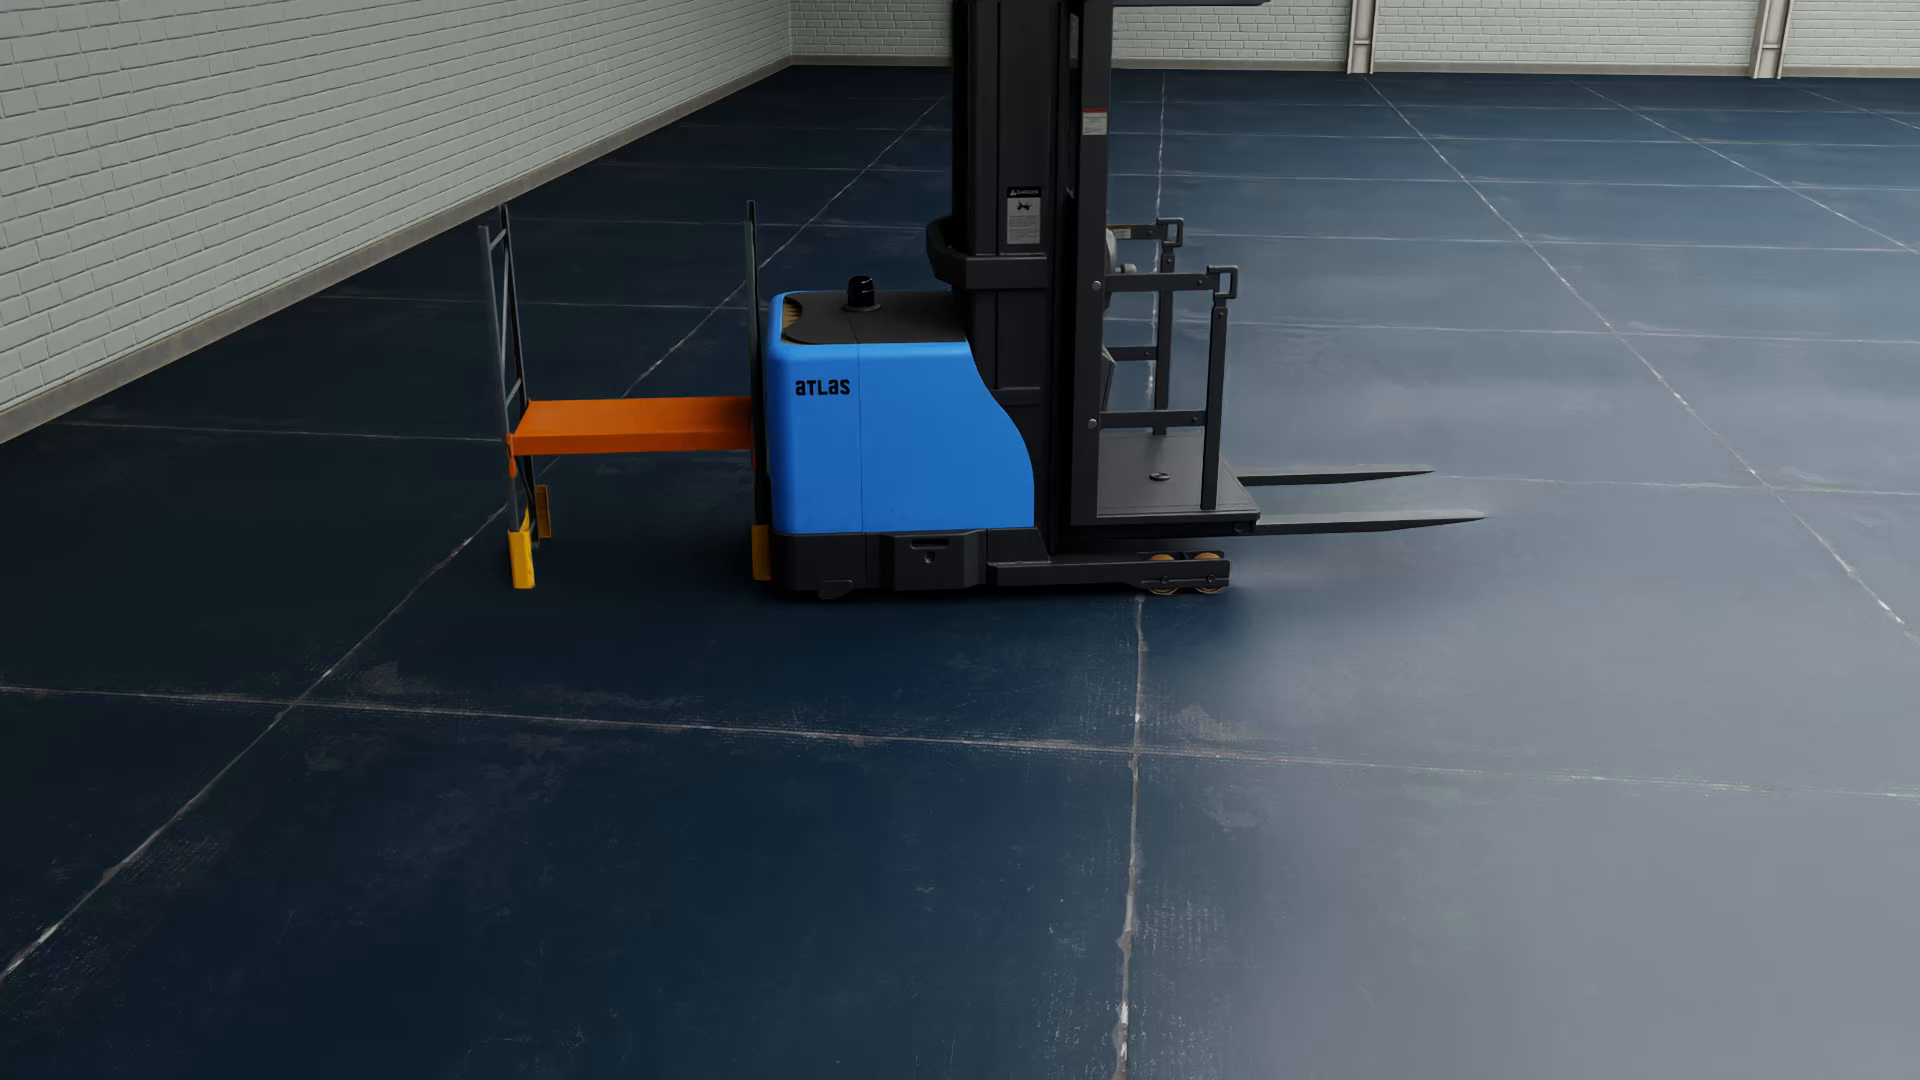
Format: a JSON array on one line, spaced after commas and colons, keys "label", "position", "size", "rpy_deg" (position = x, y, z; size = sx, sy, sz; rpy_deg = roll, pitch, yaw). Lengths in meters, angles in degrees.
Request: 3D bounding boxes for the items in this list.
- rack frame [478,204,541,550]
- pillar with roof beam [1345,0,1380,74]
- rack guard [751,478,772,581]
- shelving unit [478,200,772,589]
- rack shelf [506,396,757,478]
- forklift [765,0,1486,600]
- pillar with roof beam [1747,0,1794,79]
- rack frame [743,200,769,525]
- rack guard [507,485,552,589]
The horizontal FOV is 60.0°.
[{"label": "rack frame", "position": [-1.866, -0.601, 6.919], "size": [0.032, 1.500, 0.500], "rpy_deg": [-2, 22, -5]}, {"label": "pillar with roof beam", "position": [5.680, -9.866, 20.156], "size": [0.400, 9.000, 9.100], "rpy_deg": [2, 22, 6]}, {"label": "rack guard", "position": [-0.854, -0.052, 7.231], "size": [0.087, 0.250, 0.587], "rpy_deg": [-2, 22, -5]}, {"label": "shelving unit", "position": [-1.350, -0.617, 6.961], "size": [1.083, 1.500, 0.587], "rpy_deg": [-2, 22, -5]}, {"label": "rack shelf", "position": [-1.359, -0.450, 7.026], "size": [1.000, 0.185, 0.538], "rpy_deg": [-2, 22, -5]}, {"label": "forklift", "position": [0.704, -1.327, 6.809], "size": [3.031, 2.935, 1.130], "rpy_deg": [-2, 22, -5]}, {"label": "pillar with roof beam", "position": [11.638, -9.607, 19.499], "size": [0.400, 9.000, 9.100], "rpy_deg": [2, 22, 6]}, {"label": "rack frame", "position": [-0.853, -0.633, 7.002], "size": [0.032, 1.500, 0.500], "rpy_deg": [-2, 22, -5]}, {"label": "rack guard", "position": [-1.846, -0.020, 7.150], "size": [0.087, 0.250, 0.587], "rpy_deg": [-2, 22, -5]}]
